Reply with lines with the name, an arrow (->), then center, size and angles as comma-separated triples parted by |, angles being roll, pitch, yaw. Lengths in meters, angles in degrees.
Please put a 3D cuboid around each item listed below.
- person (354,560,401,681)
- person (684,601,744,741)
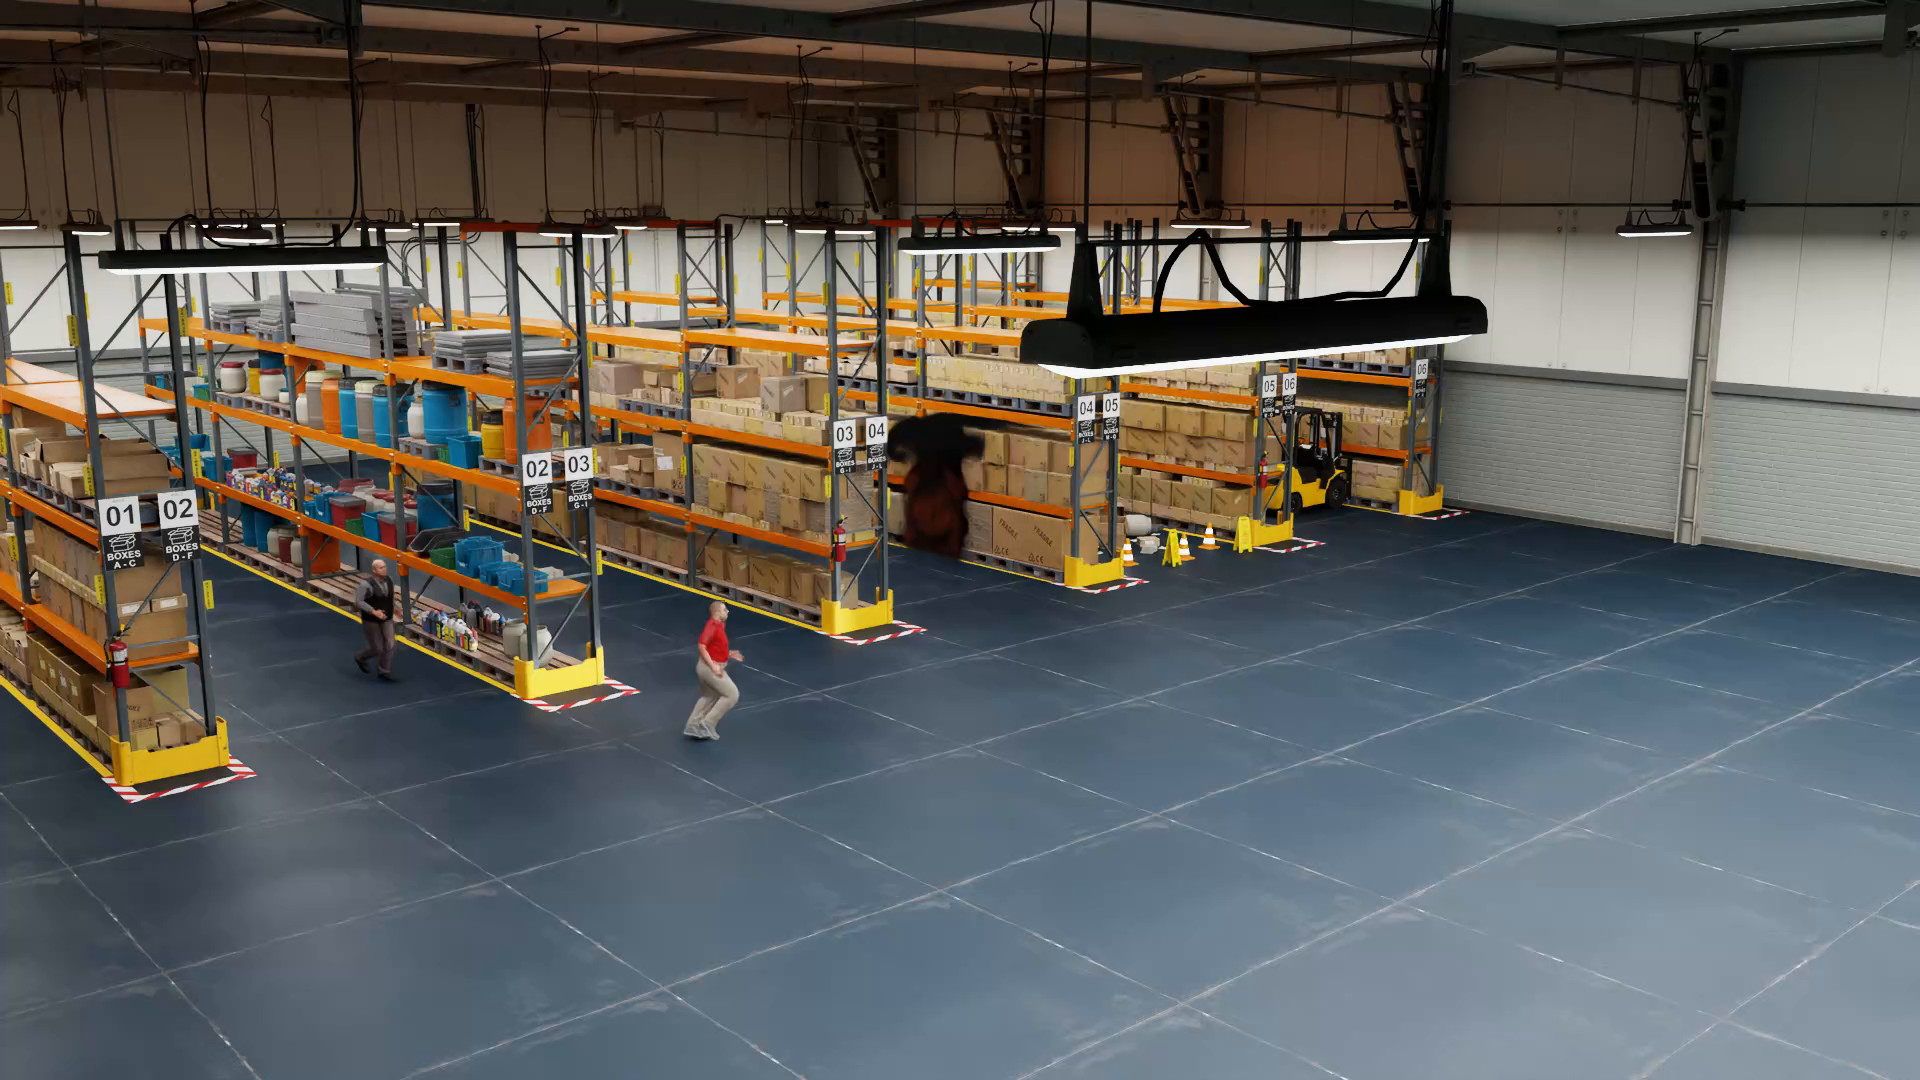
person -> -7.892, 1.066, 22.430 | 0.756, 1.673, 0.654 | 8, 14, 35
person -> -2.942, 1.570, 19.878 | 0.754, 1.703, 0.614 | -2, 12, -12
